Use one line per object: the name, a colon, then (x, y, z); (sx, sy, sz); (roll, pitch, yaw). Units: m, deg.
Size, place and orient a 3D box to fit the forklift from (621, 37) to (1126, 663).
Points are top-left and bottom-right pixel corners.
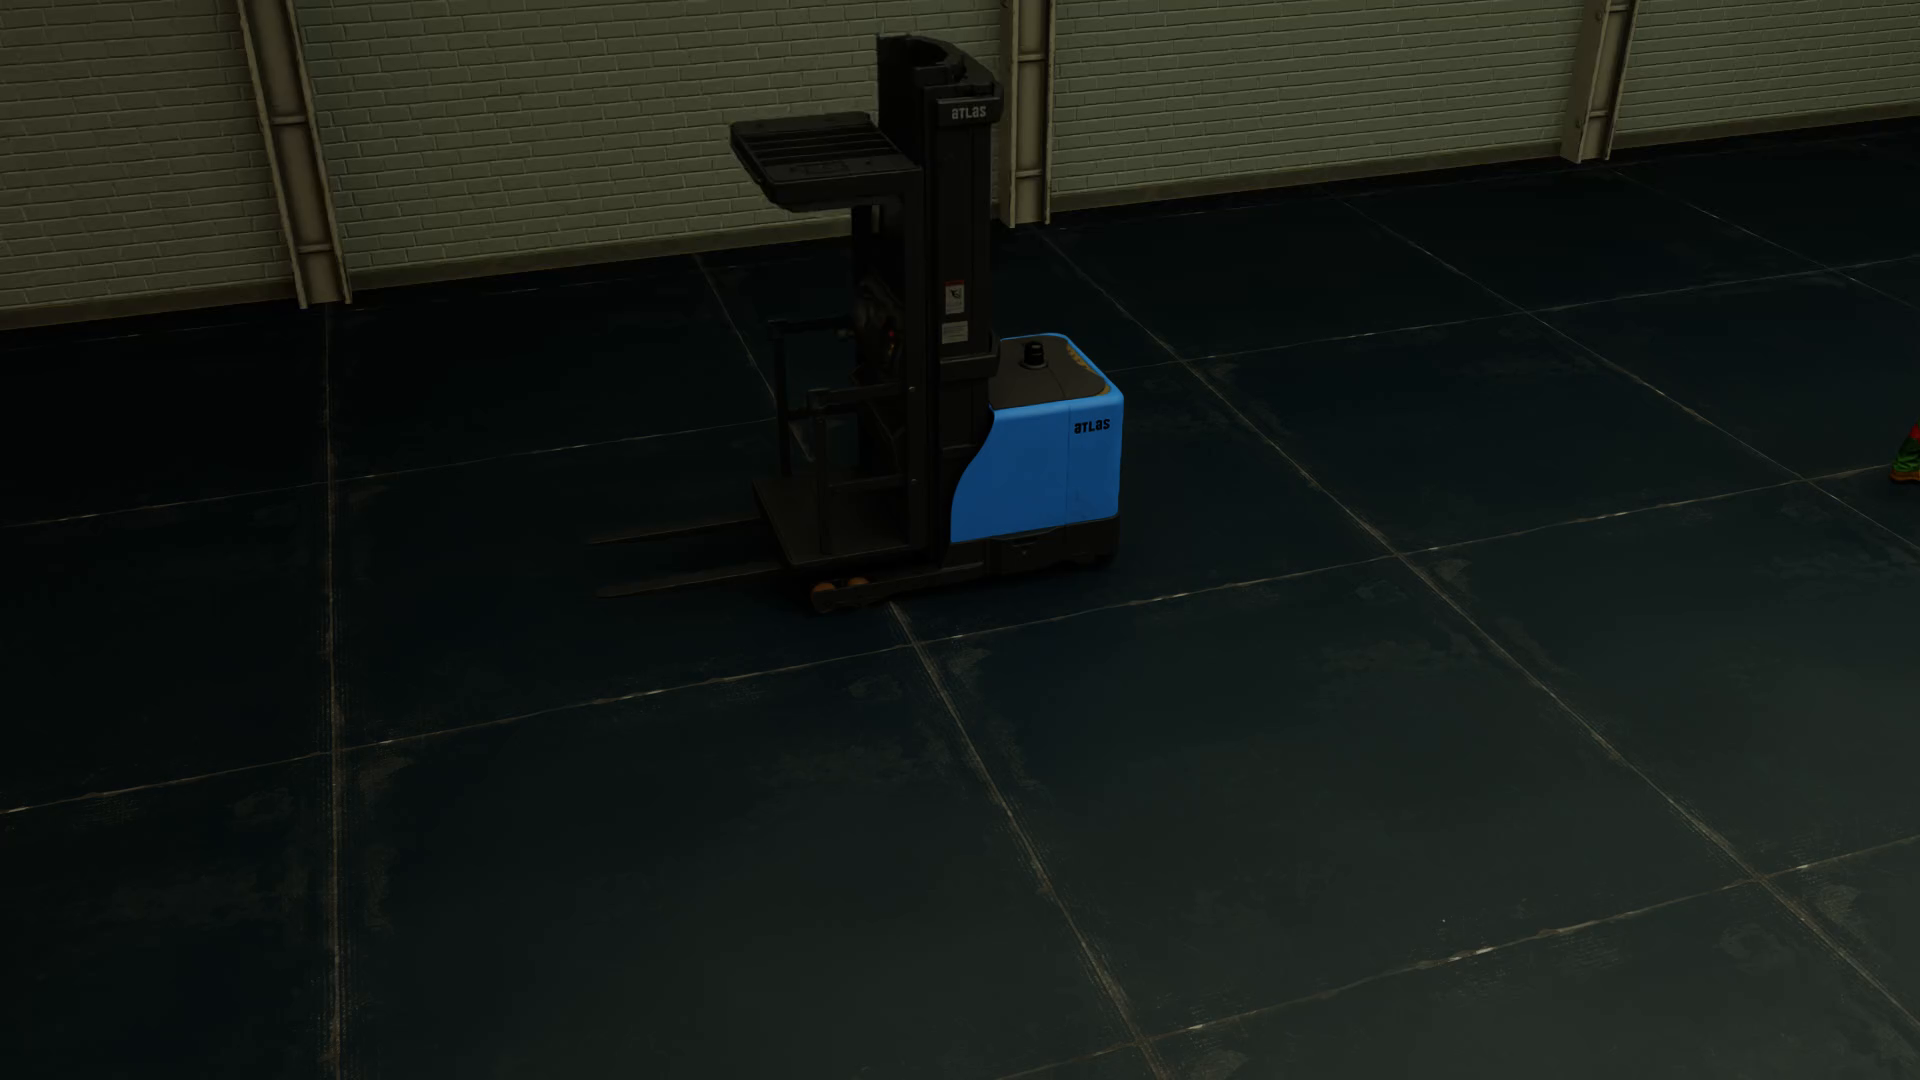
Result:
forklift: (-0.461, -1.072, 8.951); (3.031, 2.935, 1.130); (-23, 37, -34)
